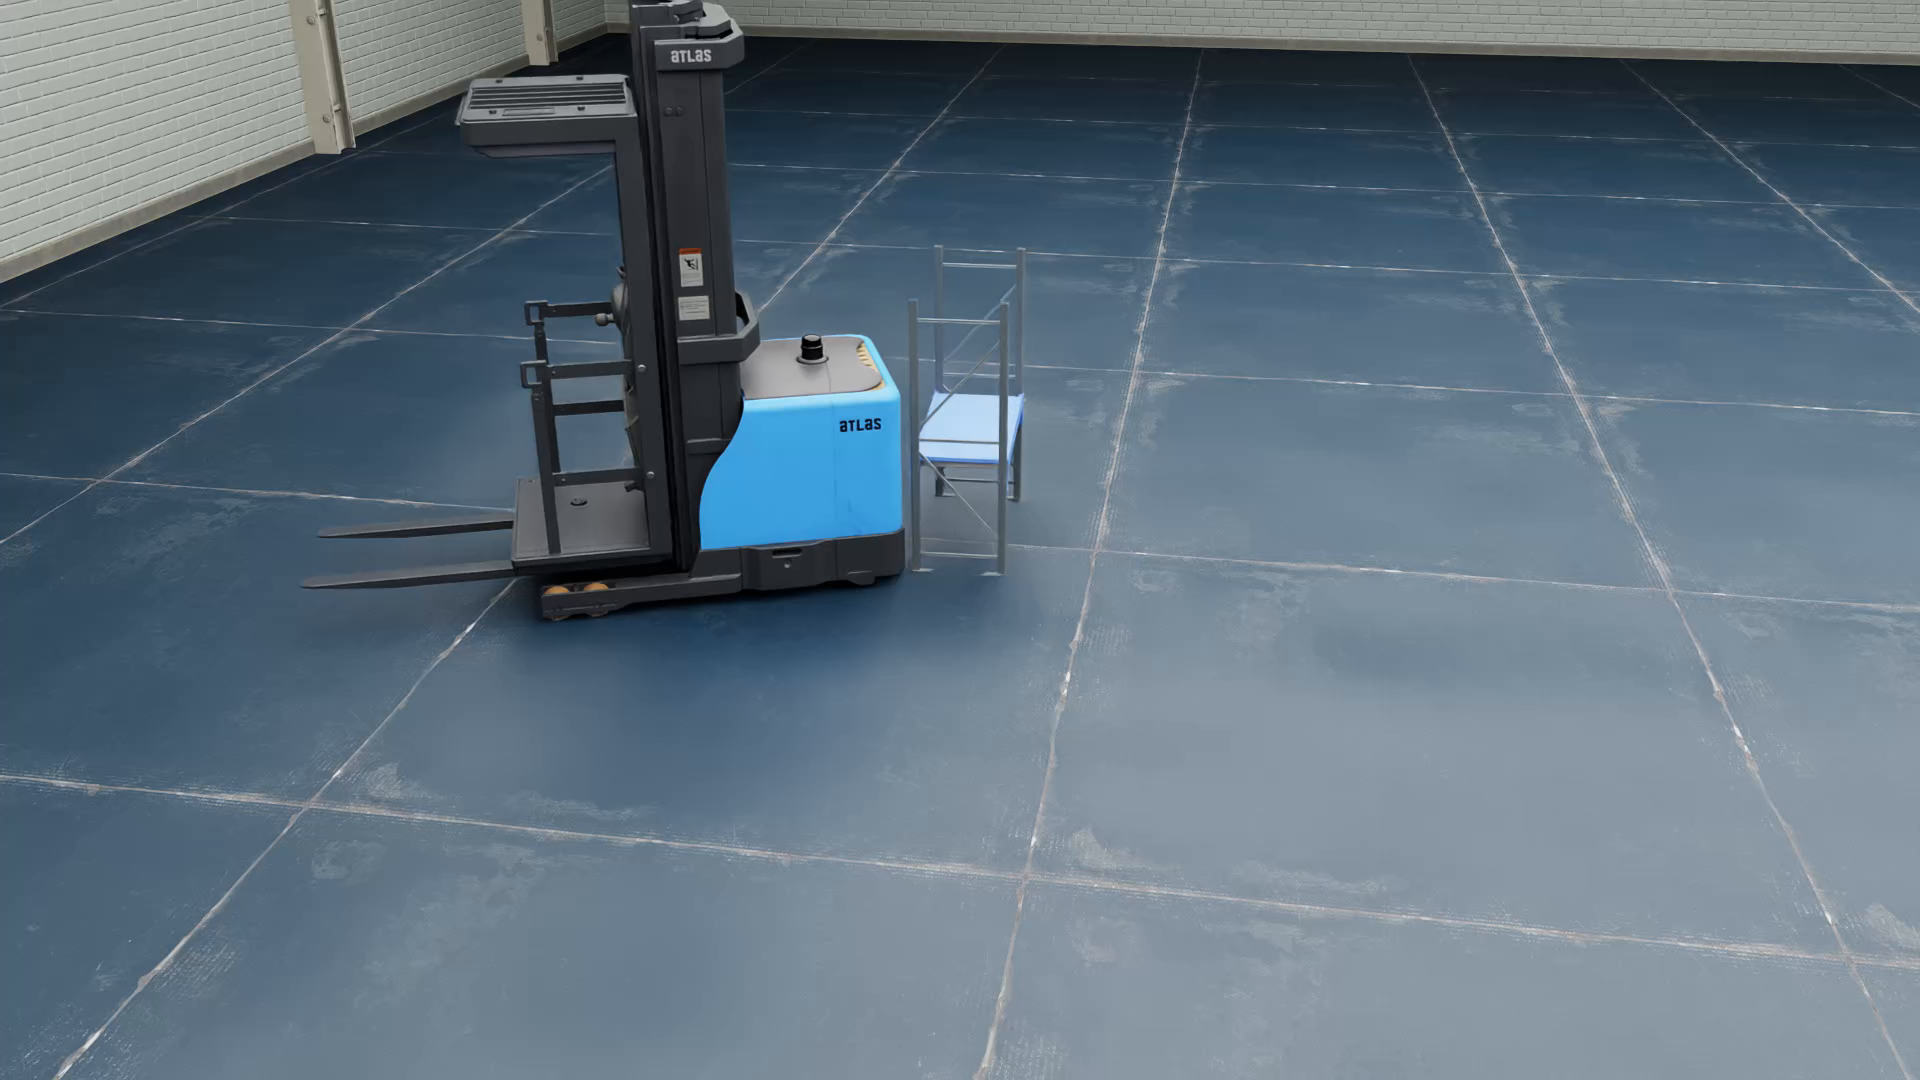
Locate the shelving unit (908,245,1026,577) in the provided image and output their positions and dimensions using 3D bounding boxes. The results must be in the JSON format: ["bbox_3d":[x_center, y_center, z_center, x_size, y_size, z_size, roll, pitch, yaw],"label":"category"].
[{"bbox_3d":[0.051,-0.717,9.013,0.538,1.500,1.048,3,25,6],"label":"shelving unit"}]

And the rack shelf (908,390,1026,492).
[{"bbox_3d":[0.051,-0.554,9.090,0.538,0.185,1.000,3,25,6],"label":"rack shelf"}]

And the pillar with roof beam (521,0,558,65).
[{"bbox_3d":[-1.747,-10.639,21.364,9.100,9.000,0.400,4,25,9],"label":"pillar with roof beam"}]

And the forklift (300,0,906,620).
[{"bbox_3d":[-1.859,-1.167,8.287,3.031,2.935,1.130,-5,26,-11],"label":"forklift"}]

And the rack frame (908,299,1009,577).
[{"bbox_3d":[-0.006,-0.503,8.556,0.500,1.500,0.032,3,25,6],"label":"rack frame"}]

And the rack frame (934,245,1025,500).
[{"bbox_3d":[0.108,-0.932,9.471,0.500,1.500,0.032,3,25,6],"label":"rack frame"}]

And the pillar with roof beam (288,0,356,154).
[{"bbox_3d":[-2.728,-8.129,16.003,9.100,9.000,0.400,4,25,9],"label":"pillar with roof beam"}]
